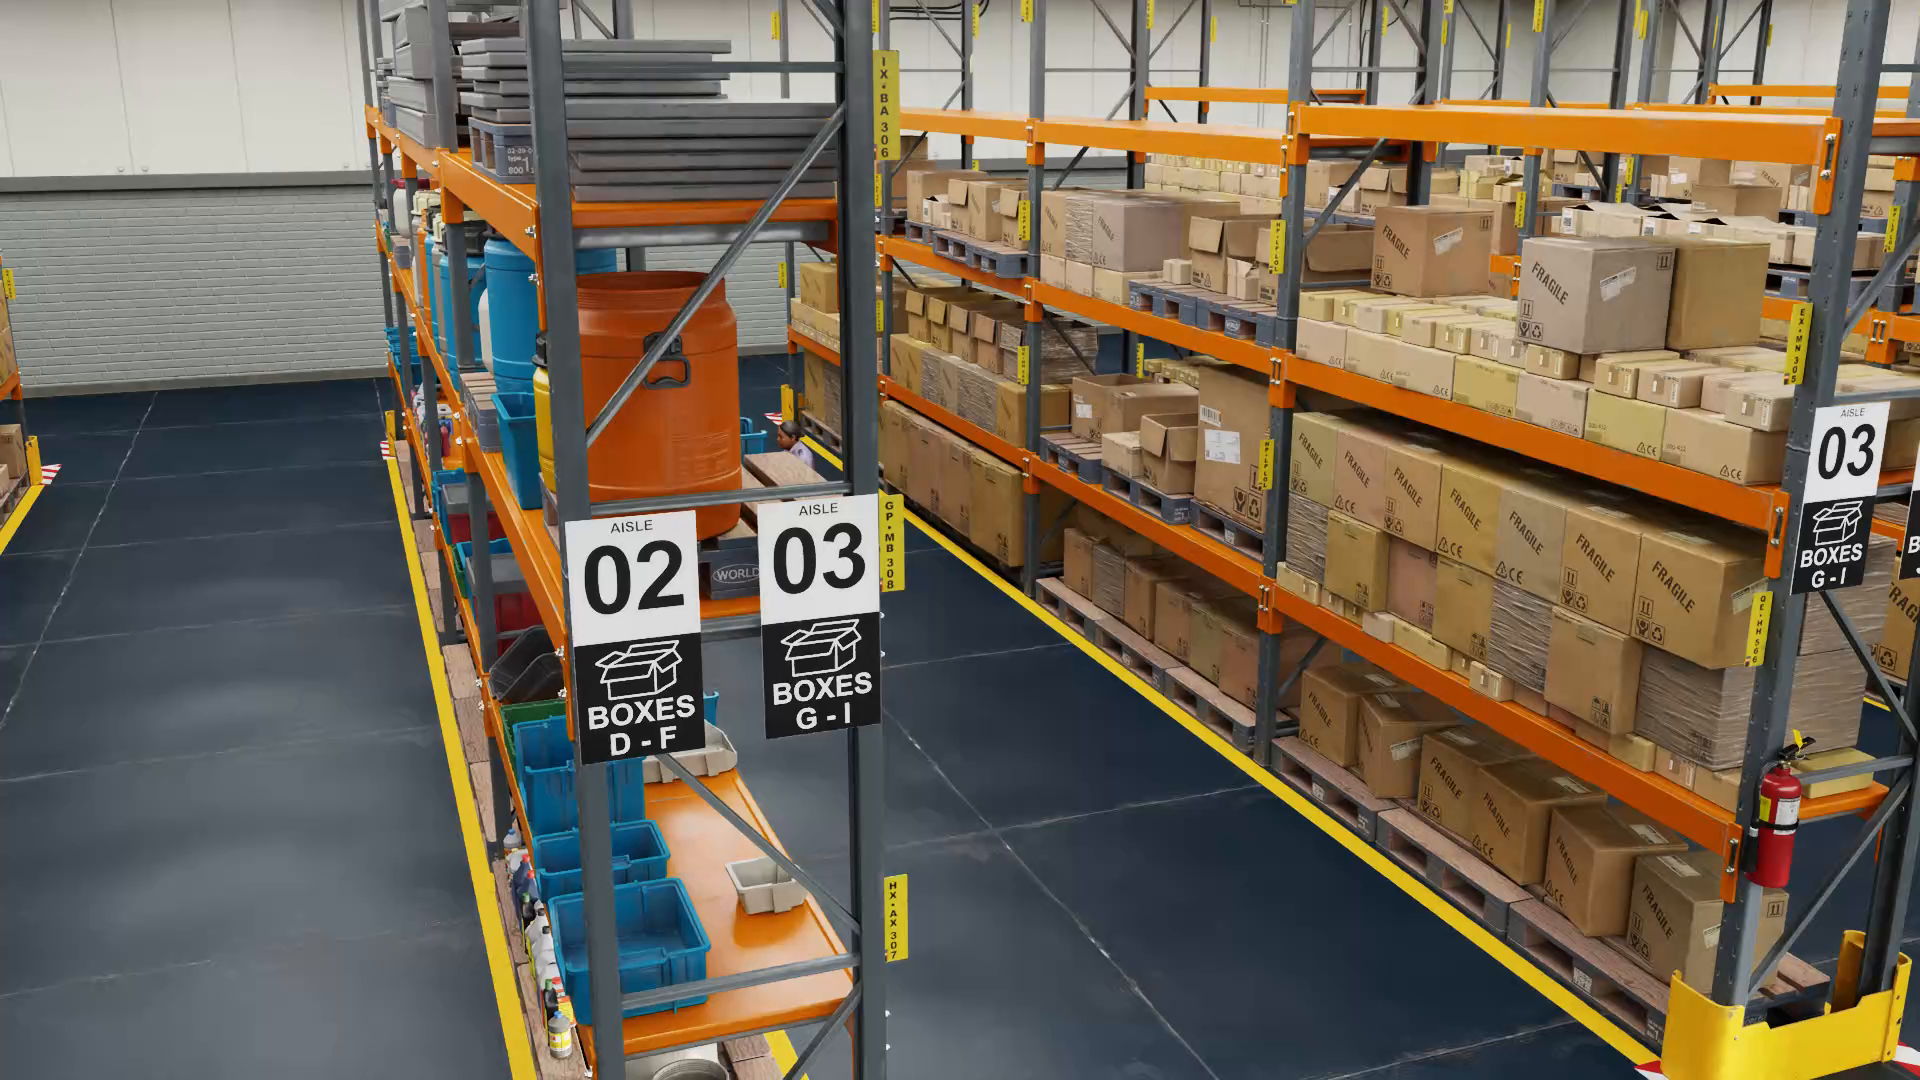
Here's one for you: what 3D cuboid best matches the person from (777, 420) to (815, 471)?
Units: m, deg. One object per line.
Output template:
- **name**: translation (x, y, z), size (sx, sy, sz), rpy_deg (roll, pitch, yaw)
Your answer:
- **person**: translation (-1.396, -0.240, 14.394), size (0.367, 1.651, 0.547), rpy_deg (-6, 17, -21)
